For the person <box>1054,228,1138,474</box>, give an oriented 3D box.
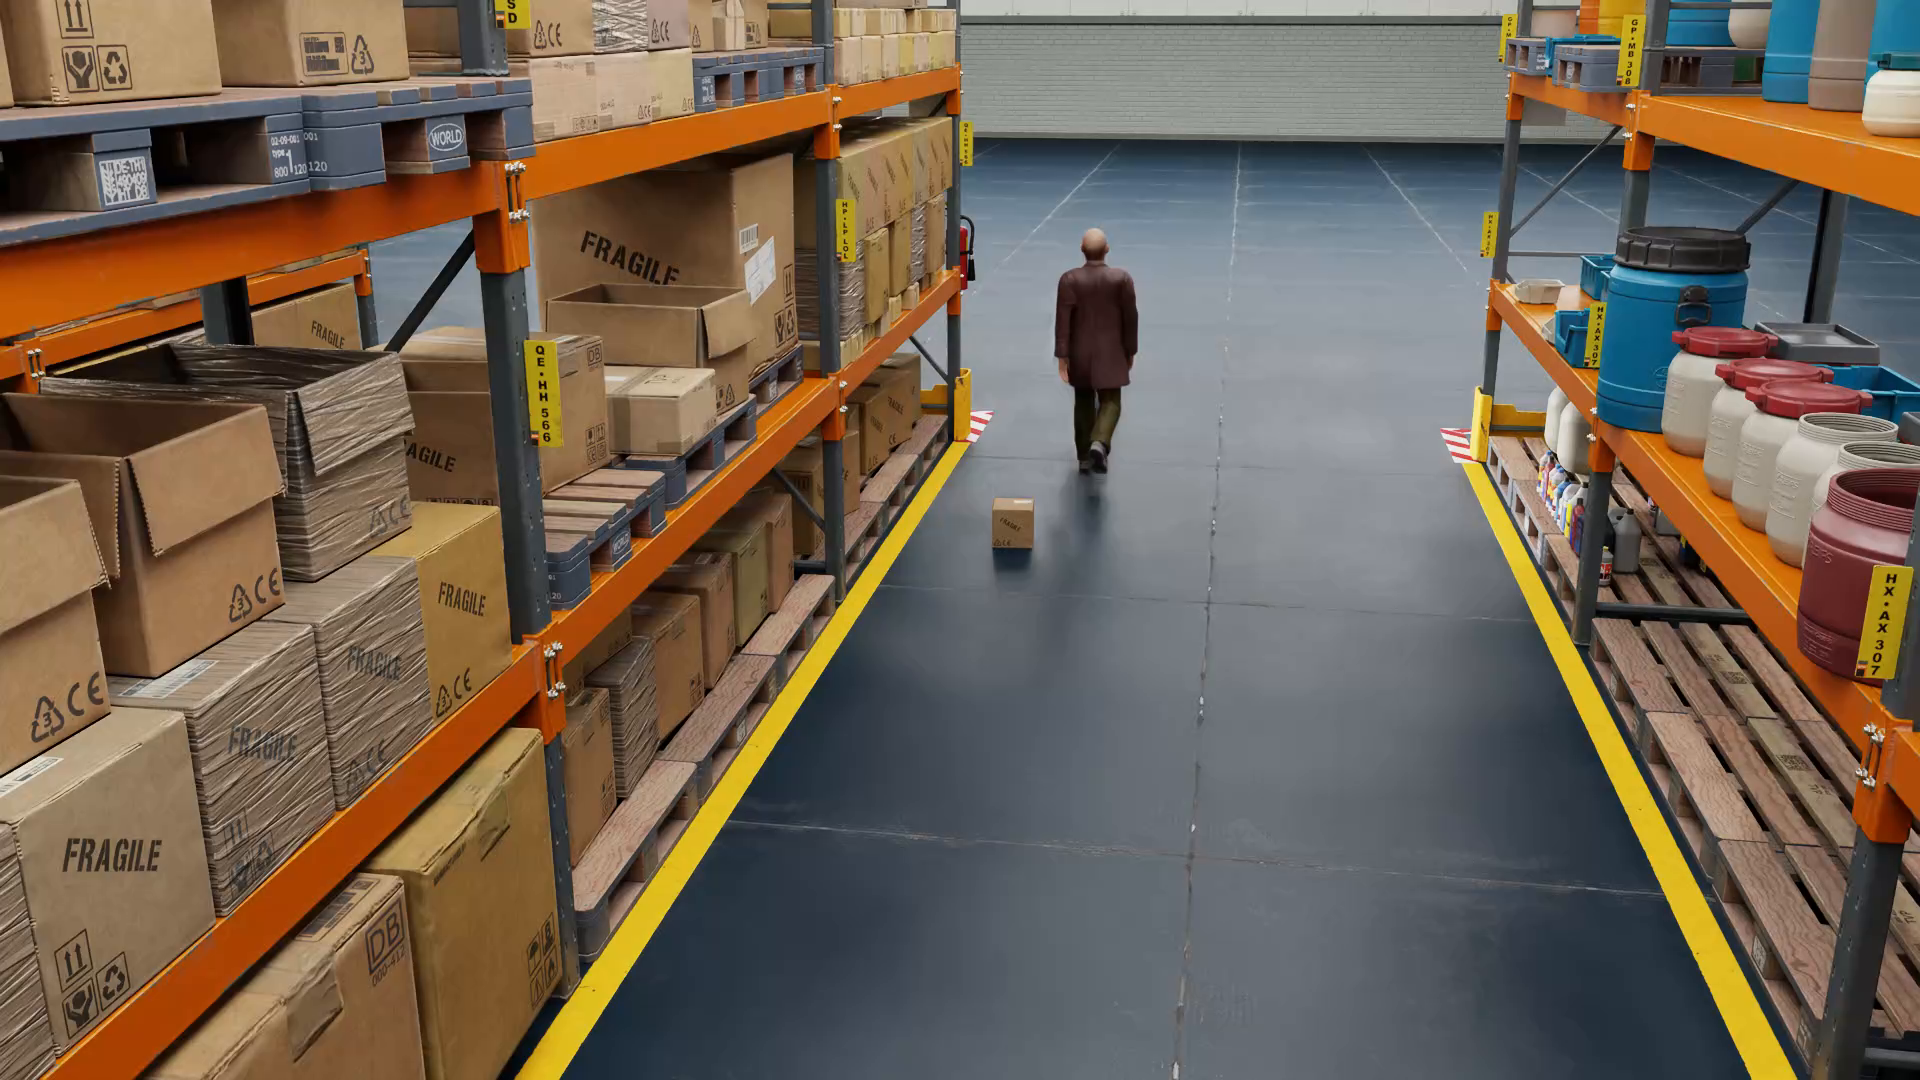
[{"bbox_3d":[0.955,-1.305,11.667,0.574,1.748,0.932,4,18,11],"label":"person"}]
